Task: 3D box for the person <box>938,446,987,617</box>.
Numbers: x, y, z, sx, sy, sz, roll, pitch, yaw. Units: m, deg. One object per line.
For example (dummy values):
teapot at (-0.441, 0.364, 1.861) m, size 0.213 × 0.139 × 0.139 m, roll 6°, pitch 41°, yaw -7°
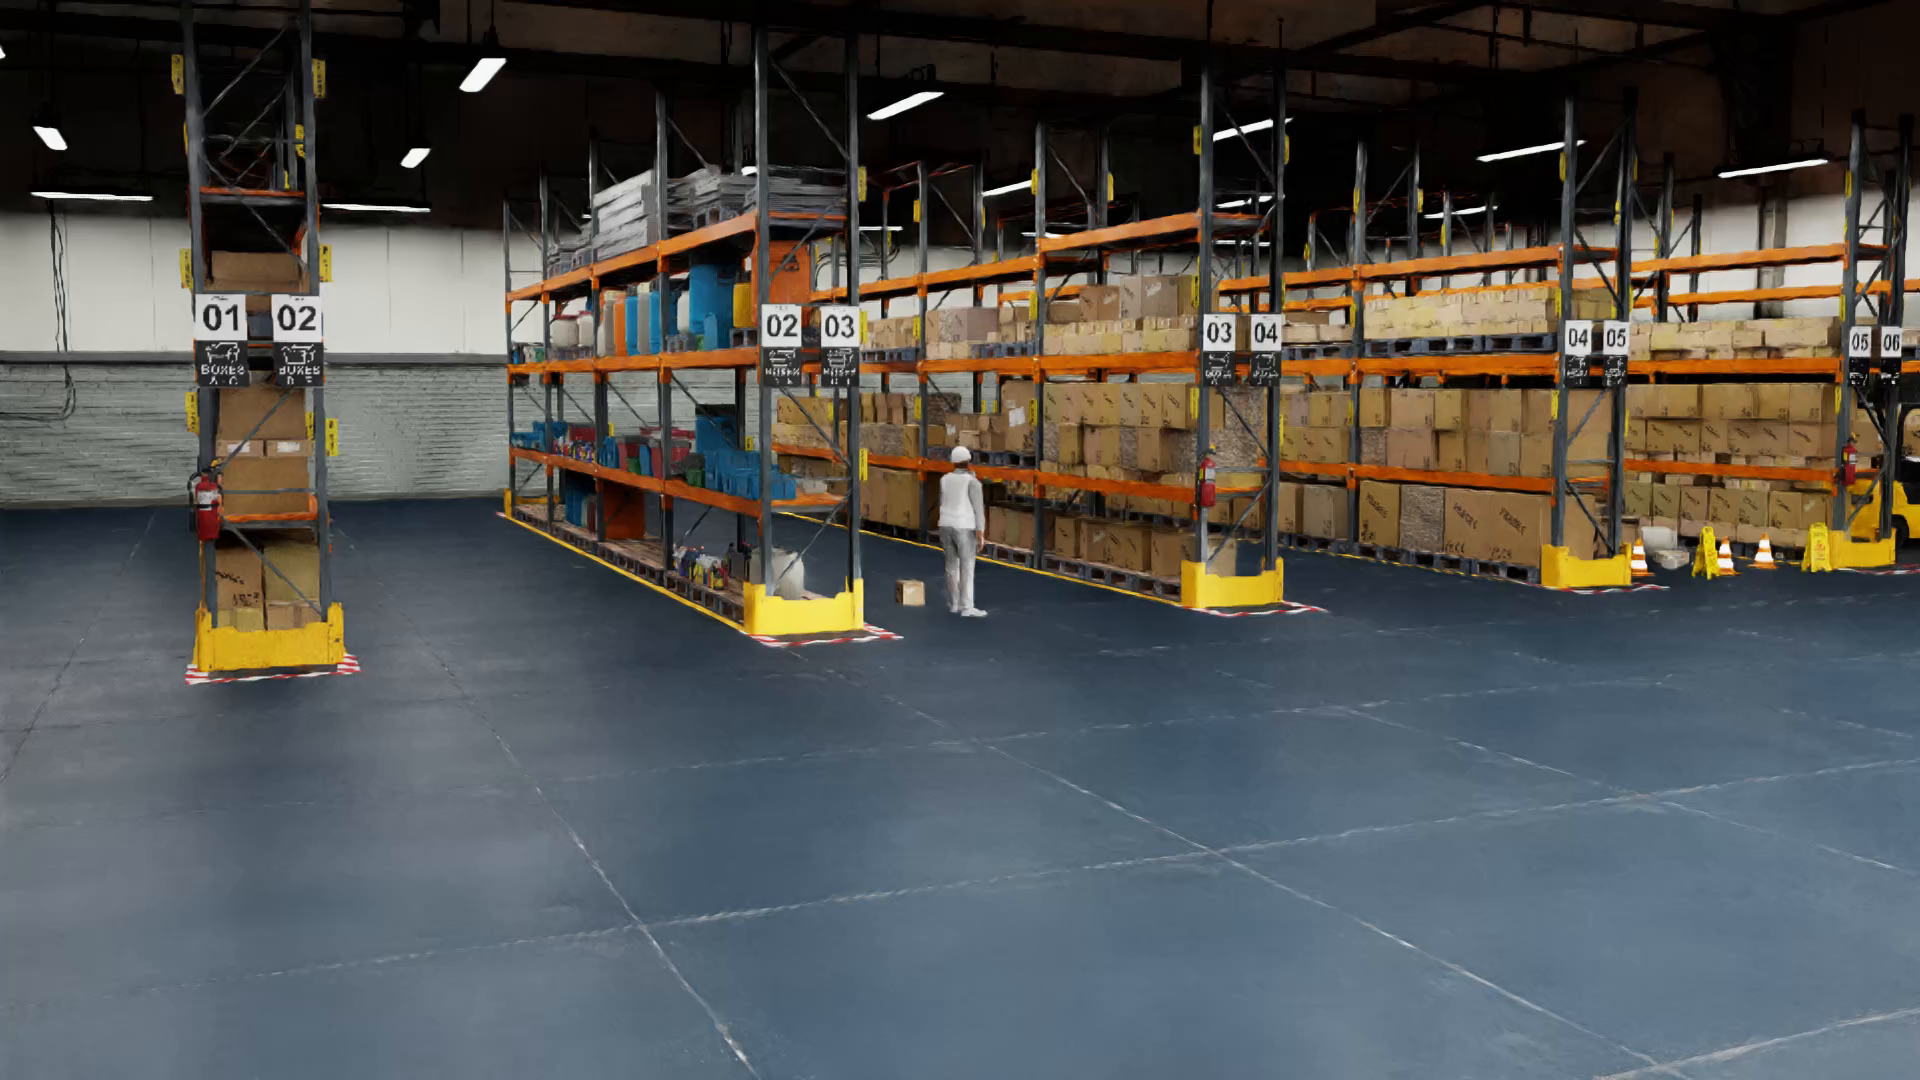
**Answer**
person at (0.062, -0.102, 17.468) m, size 0.583 × 1.781 × 0.517 m, roll 4°, pitch 7°, yaw 35°
